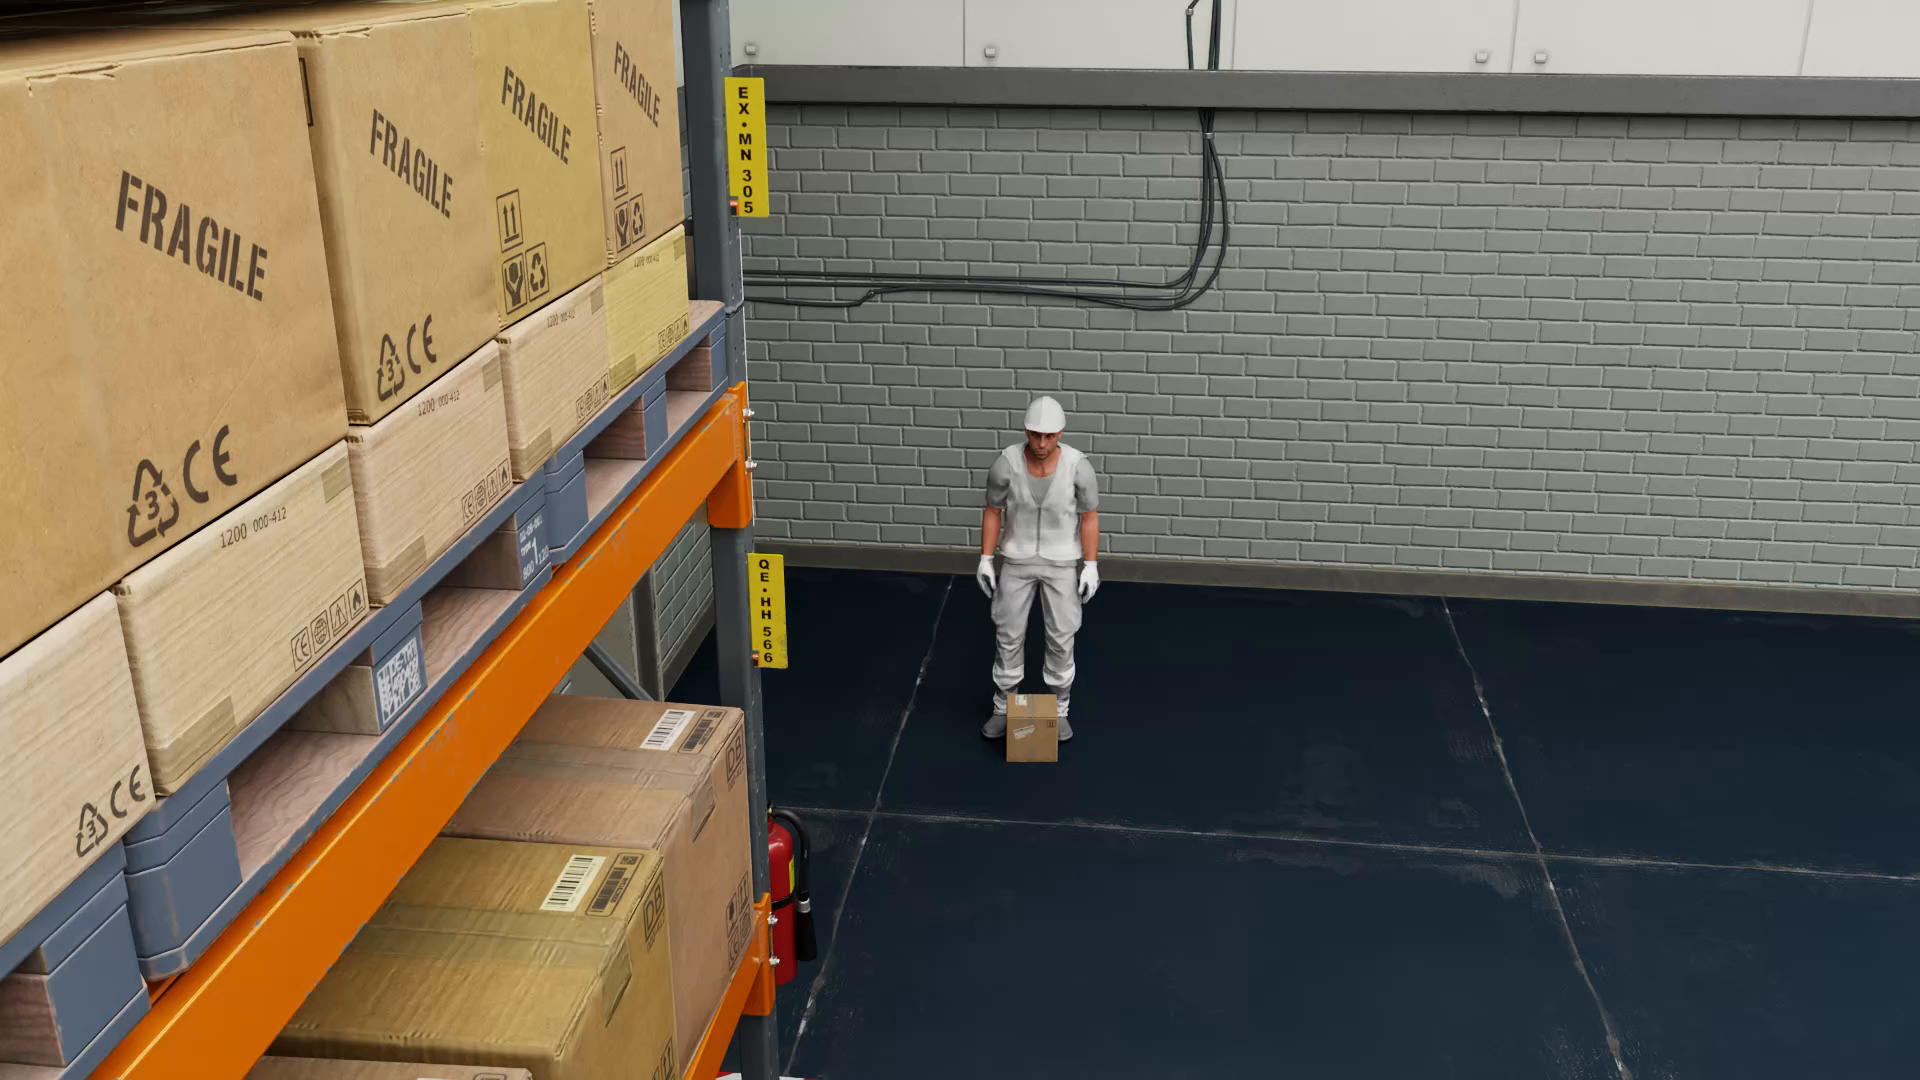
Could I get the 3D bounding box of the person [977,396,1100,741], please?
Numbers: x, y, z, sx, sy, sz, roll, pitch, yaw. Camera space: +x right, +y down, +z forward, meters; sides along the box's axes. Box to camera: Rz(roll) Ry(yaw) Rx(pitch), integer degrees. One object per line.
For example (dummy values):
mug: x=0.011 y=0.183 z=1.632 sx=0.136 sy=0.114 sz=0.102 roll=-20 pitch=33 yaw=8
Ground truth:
person: x=0.386 y=0.138 z=8.199 sx=0.609 sy=1.779 sz=0.448 roll=3 pitch=21 yaw=7
